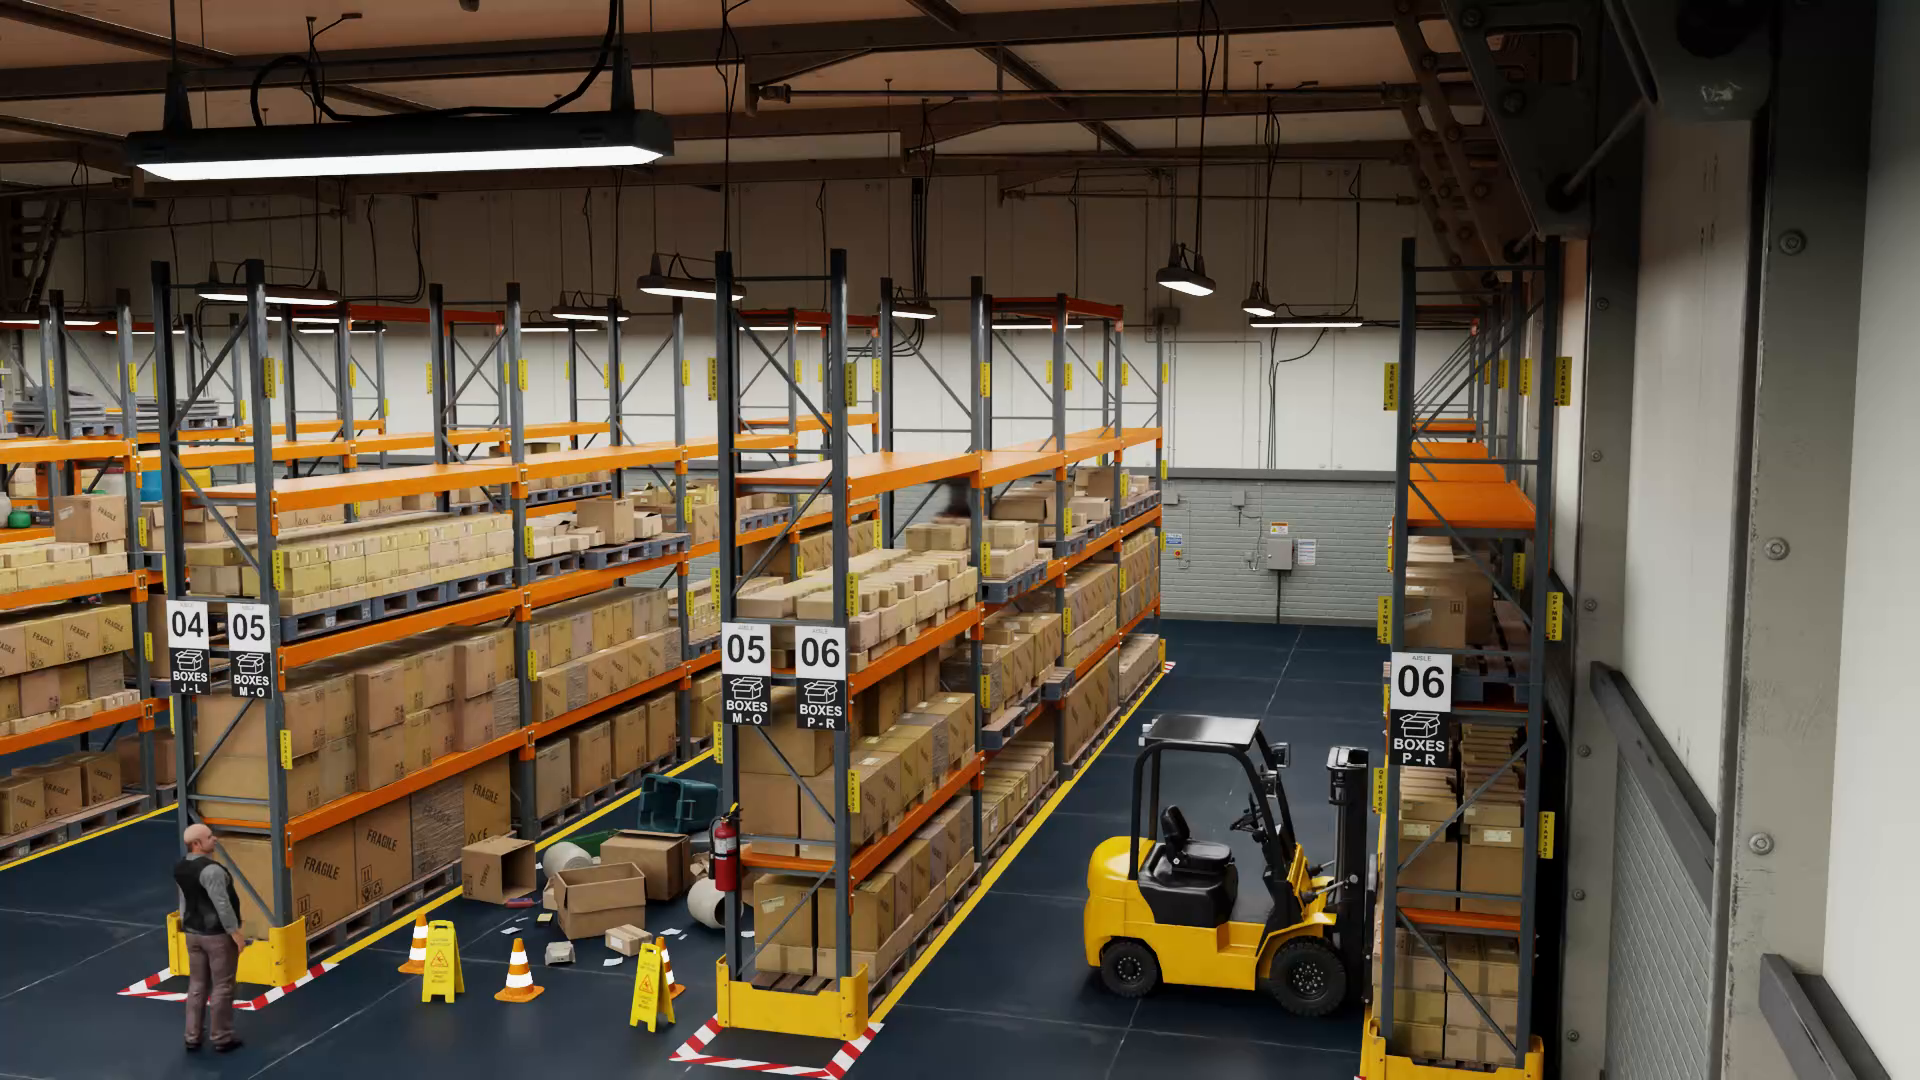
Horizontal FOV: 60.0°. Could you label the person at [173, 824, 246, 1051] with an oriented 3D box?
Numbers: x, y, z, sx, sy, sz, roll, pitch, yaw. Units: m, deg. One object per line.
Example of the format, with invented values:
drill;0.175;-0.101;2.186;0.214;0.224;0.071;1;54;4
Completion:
person;-5.656;2.995;12.555;0.559;1.750;0.387;3;7;27
